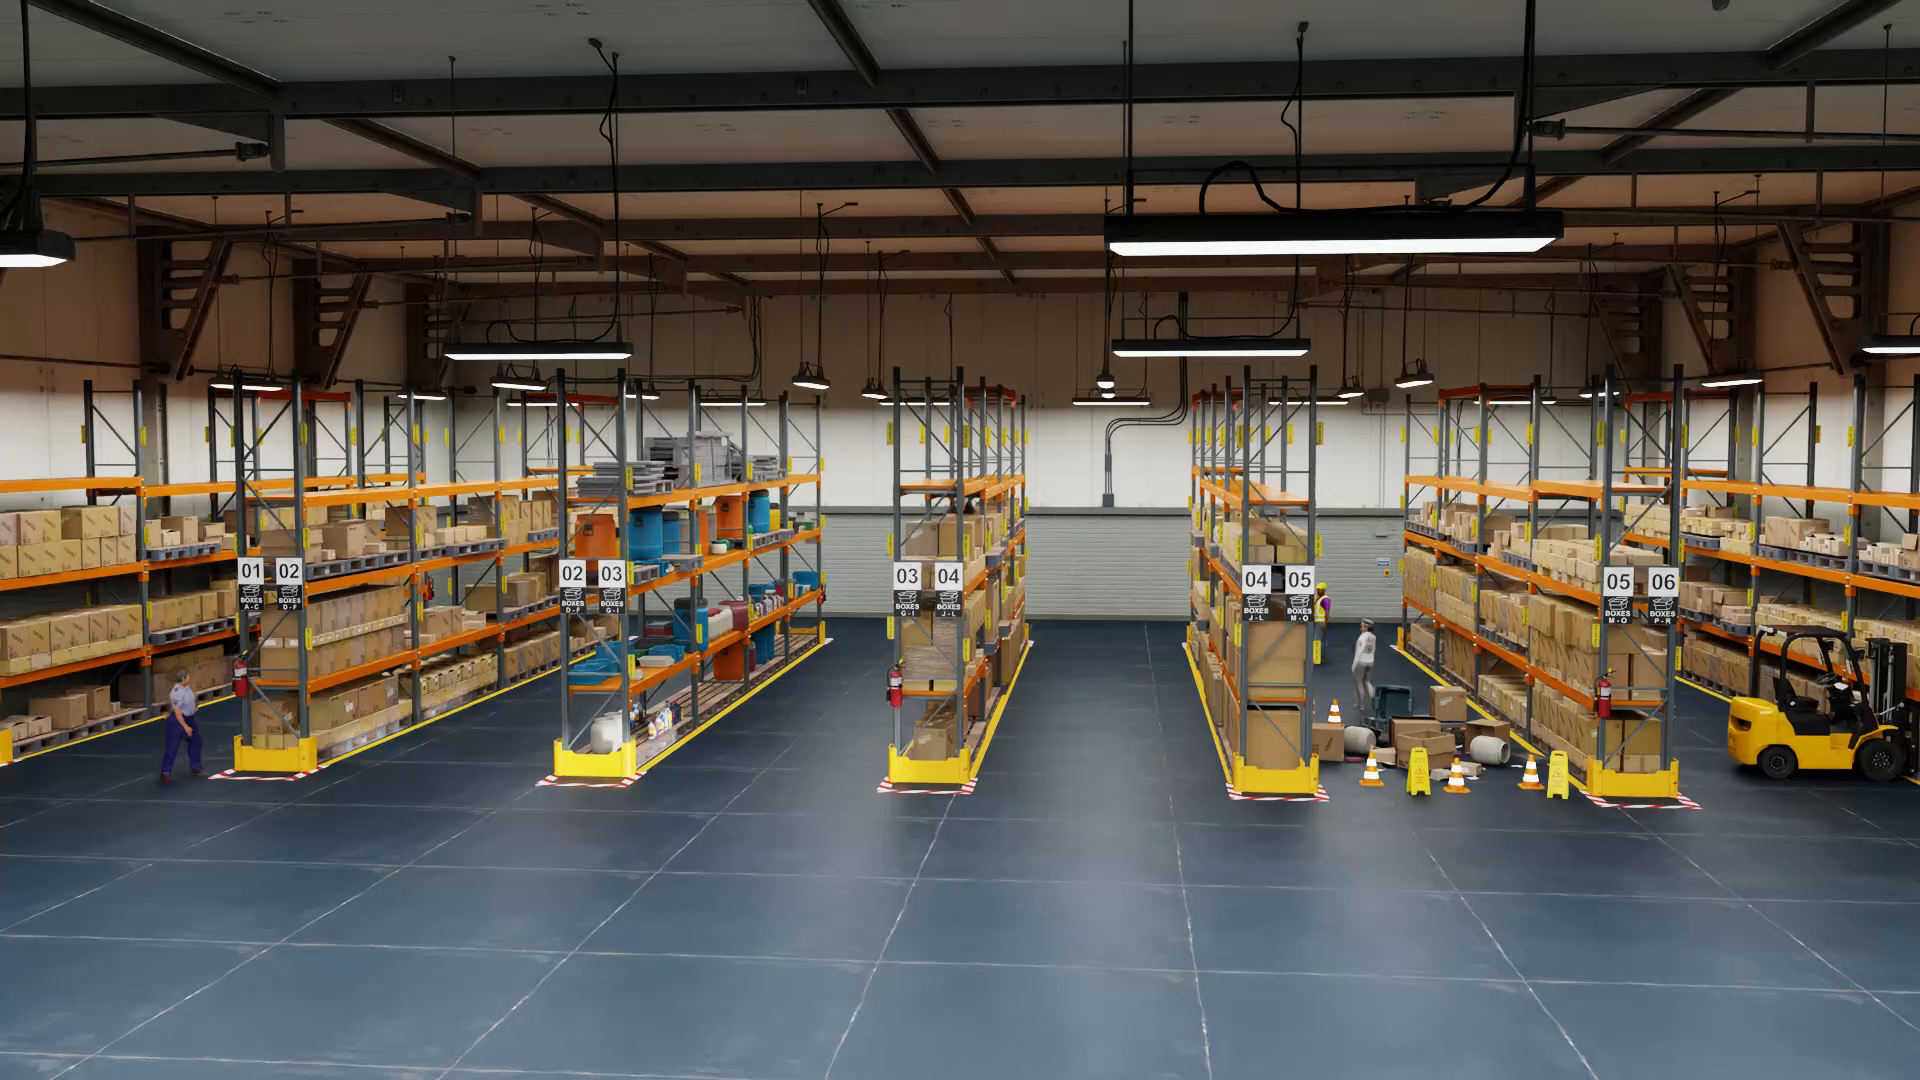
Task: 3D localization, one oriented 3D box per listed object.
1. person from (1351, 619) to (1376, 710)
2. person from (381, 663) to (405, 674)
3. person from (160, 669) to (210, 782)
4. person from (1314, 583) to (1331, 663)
[{"bbox_3d":[7.393,2.296,30.485,0.537,1.722,0.392,-2,4,-24],"label":"person"},{"bbox_3d":[-11.543,2.013,33.658,0.515,1.775,0.723,3,5,38],"label":"person"},{"bbox_3d":[-11.363,2.718,24.332,0.547,1.672,0.656,0,4,3],"label":"person"},{"bbox_3d":[7.973,1.833,36.905,0.493,1.767,0.623,1,4,12],"label":"person"}]
